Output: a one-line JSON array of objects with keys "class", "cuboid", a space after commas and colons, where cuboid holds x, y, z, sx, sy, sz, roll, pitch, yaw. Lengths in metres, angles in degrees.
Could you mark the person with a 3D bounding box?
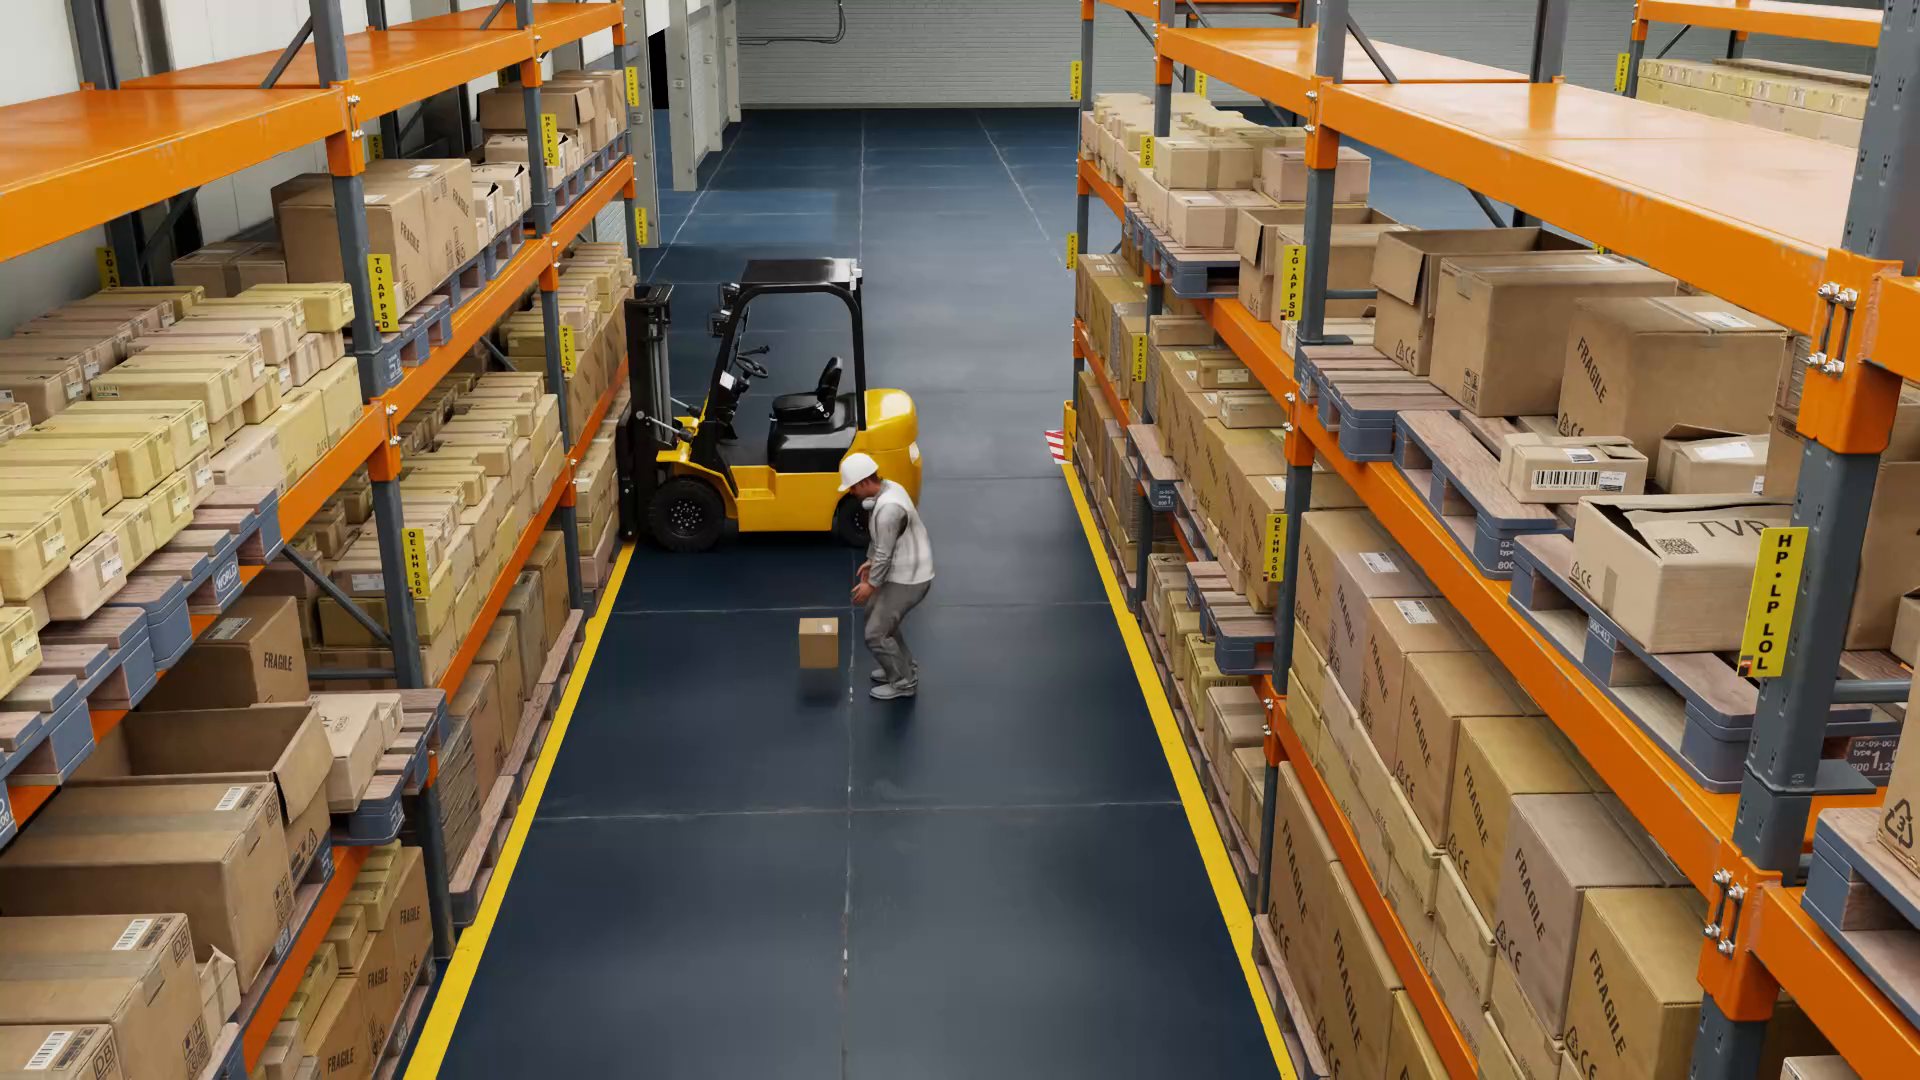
[{"class": "person", "cuboid": [-0.464, 0.223, 10.658, 0.604, 1.628, 0.581, -1, 20, -2]}]
